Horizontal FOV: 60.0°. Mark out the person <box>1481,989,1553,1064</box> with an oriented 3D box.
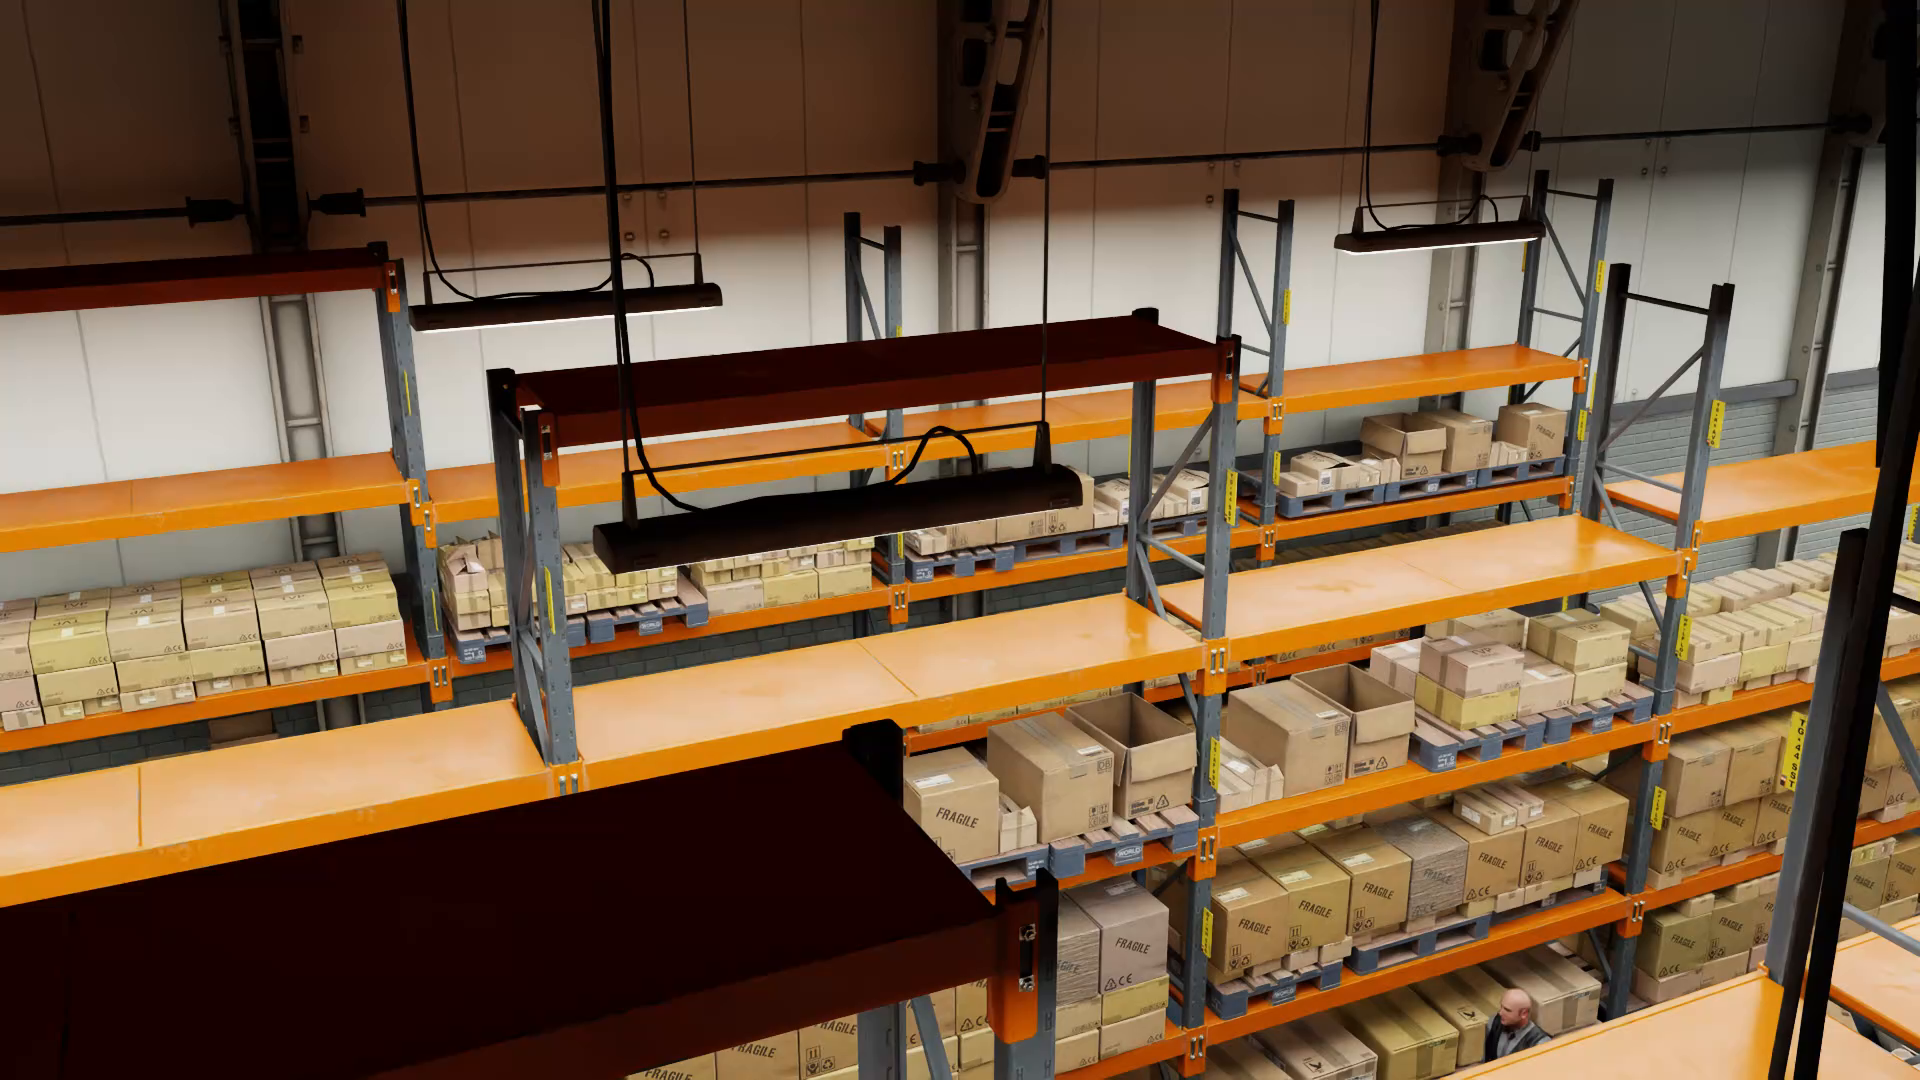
[{"bbox_3d":[3.698,3.747,11.059,0.461,1.718,0.569,-11,21,-29],"label":"person"}]
